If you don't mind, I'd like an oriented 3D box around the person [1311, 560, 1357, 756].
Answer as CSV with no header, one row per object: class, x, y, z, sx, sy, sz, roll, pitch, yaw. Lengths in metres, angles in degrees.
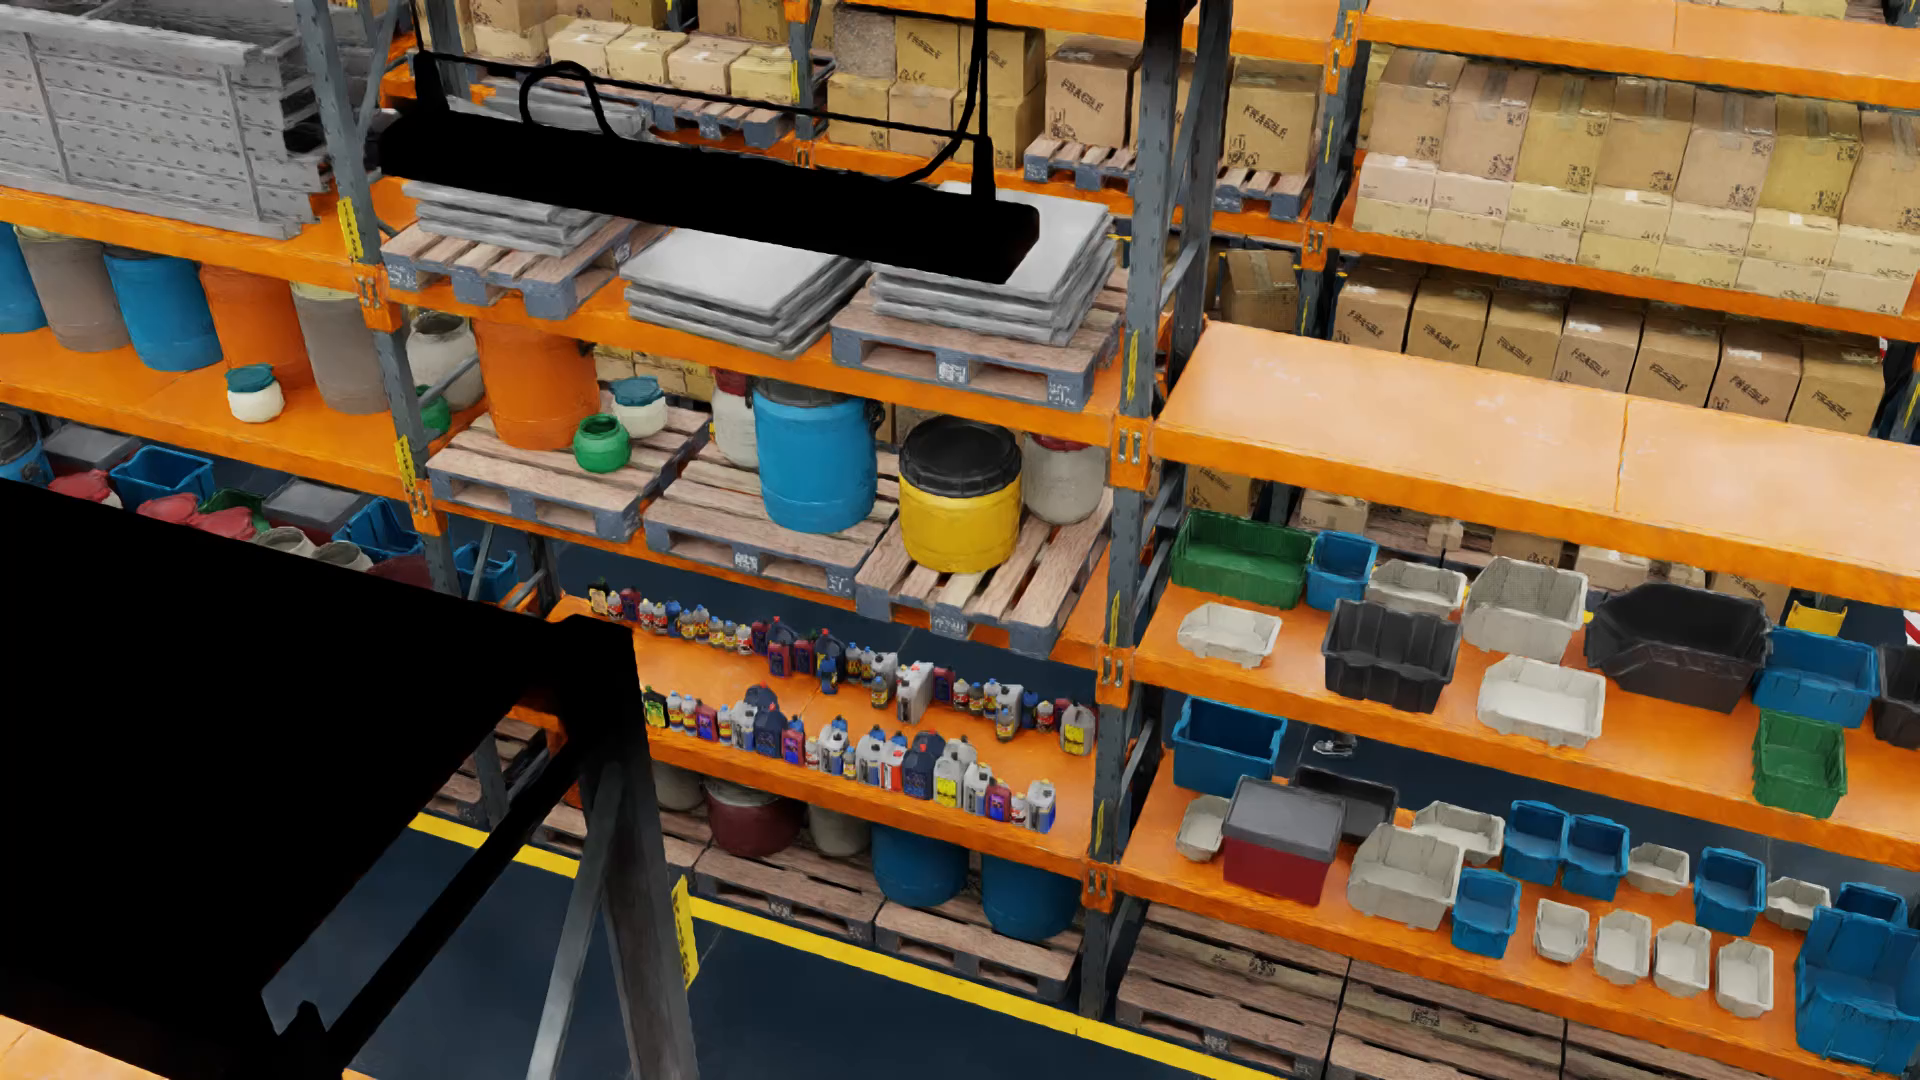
person,2.494,0.767,11.101,0.519,1.508,0.566,11,38,15
